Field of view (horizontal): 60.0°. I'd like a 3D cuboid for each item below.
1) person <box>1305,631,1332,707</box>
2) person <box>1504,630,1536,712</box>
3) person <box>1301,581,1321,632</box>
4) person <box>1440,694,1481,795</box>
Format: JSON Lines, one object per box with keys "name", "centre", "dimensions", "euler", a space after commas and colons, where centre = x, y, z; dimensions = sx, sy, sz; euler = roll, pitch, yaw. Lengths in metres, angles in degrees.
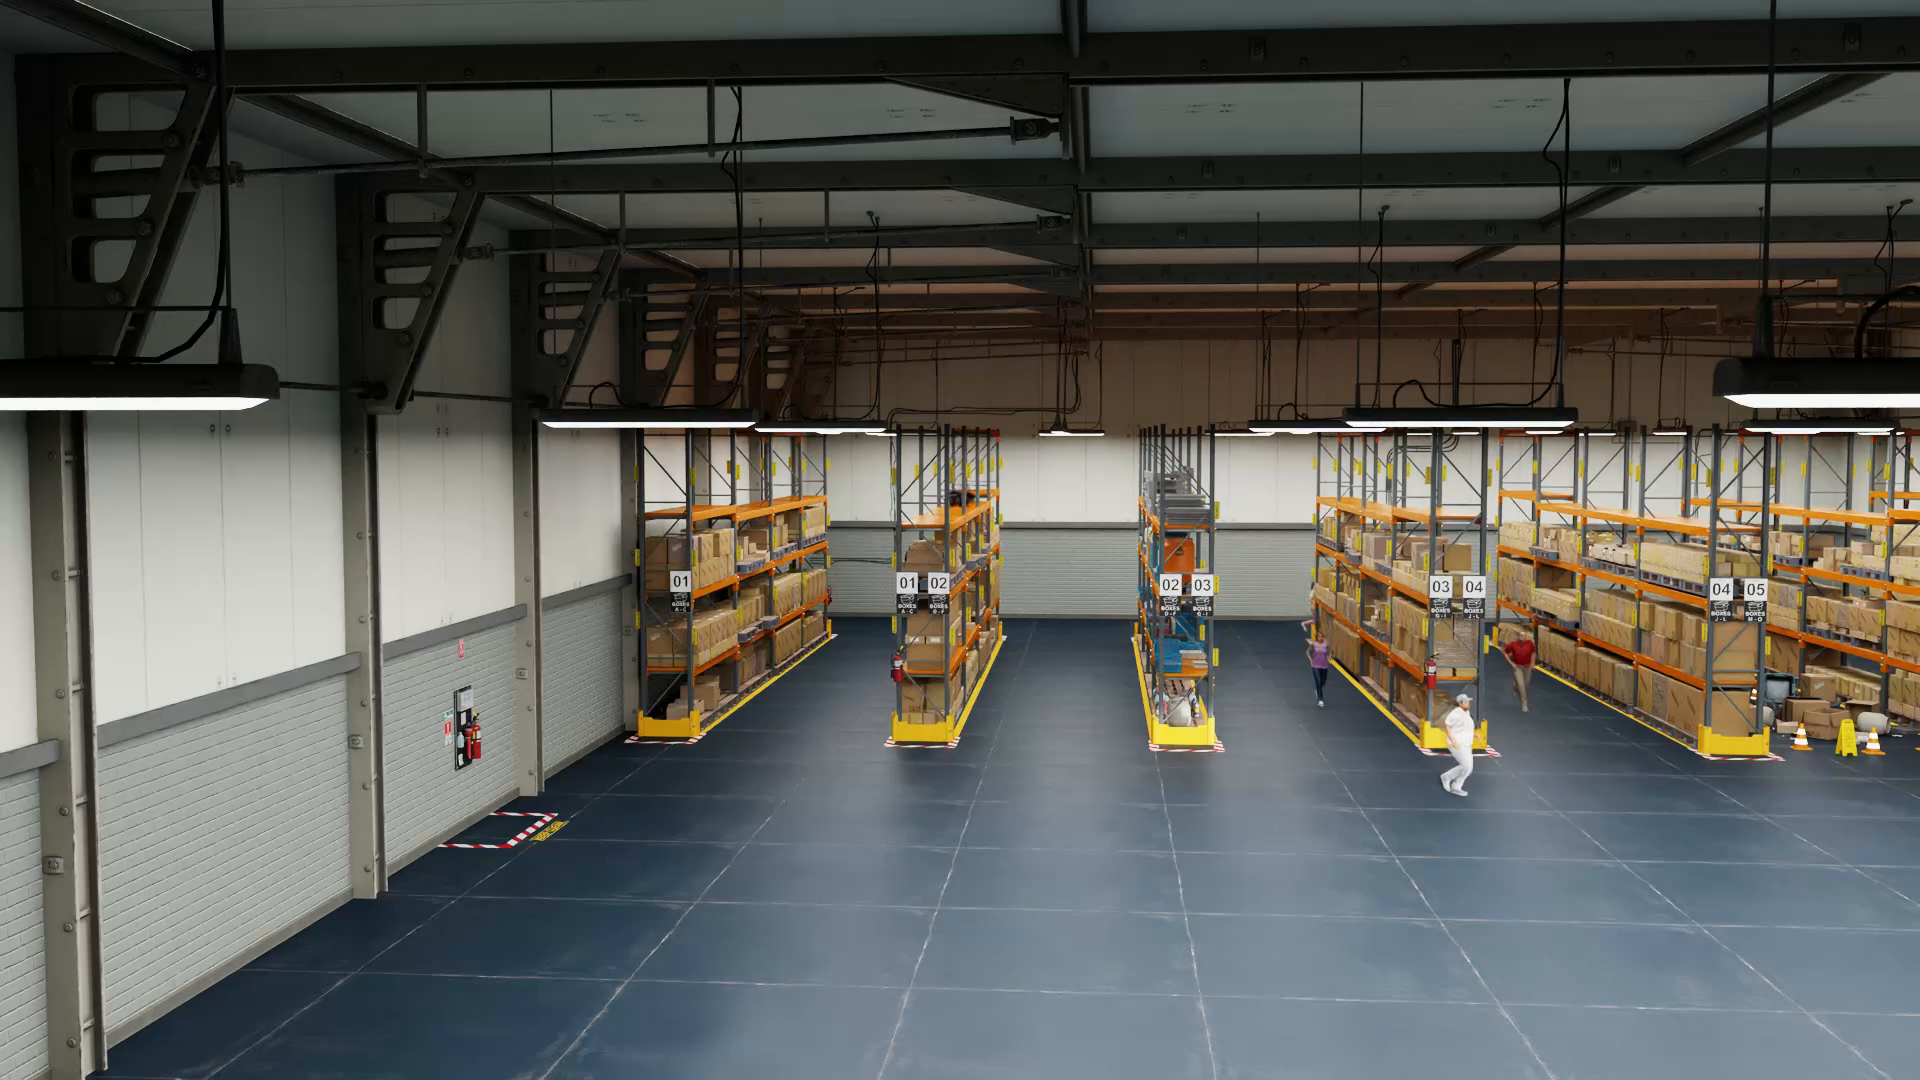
{"name": "person", "centre": [7.744, 2.760, 35.882], "dimensions": [0.541, 1.593, 0.790], "euler": [0, 3, 1]}
{"name": "person", "centre": [11.878, 2.759, 35.319], "dimensions": [0.669, 1.725, 0.910], "euler": [0, 3, -4]}
{"name": "person", "centre": [10.233, 1.997, 48.063], "dimensions": [0.690, 1.622, 0.574], "euler": [2, 4, 24]}
{"name": "person", "centre": [8.064, 3.287, 26.743], "dimensions": [0.547, 1.633, 0.618], "euler": [3, 4, 39]}
